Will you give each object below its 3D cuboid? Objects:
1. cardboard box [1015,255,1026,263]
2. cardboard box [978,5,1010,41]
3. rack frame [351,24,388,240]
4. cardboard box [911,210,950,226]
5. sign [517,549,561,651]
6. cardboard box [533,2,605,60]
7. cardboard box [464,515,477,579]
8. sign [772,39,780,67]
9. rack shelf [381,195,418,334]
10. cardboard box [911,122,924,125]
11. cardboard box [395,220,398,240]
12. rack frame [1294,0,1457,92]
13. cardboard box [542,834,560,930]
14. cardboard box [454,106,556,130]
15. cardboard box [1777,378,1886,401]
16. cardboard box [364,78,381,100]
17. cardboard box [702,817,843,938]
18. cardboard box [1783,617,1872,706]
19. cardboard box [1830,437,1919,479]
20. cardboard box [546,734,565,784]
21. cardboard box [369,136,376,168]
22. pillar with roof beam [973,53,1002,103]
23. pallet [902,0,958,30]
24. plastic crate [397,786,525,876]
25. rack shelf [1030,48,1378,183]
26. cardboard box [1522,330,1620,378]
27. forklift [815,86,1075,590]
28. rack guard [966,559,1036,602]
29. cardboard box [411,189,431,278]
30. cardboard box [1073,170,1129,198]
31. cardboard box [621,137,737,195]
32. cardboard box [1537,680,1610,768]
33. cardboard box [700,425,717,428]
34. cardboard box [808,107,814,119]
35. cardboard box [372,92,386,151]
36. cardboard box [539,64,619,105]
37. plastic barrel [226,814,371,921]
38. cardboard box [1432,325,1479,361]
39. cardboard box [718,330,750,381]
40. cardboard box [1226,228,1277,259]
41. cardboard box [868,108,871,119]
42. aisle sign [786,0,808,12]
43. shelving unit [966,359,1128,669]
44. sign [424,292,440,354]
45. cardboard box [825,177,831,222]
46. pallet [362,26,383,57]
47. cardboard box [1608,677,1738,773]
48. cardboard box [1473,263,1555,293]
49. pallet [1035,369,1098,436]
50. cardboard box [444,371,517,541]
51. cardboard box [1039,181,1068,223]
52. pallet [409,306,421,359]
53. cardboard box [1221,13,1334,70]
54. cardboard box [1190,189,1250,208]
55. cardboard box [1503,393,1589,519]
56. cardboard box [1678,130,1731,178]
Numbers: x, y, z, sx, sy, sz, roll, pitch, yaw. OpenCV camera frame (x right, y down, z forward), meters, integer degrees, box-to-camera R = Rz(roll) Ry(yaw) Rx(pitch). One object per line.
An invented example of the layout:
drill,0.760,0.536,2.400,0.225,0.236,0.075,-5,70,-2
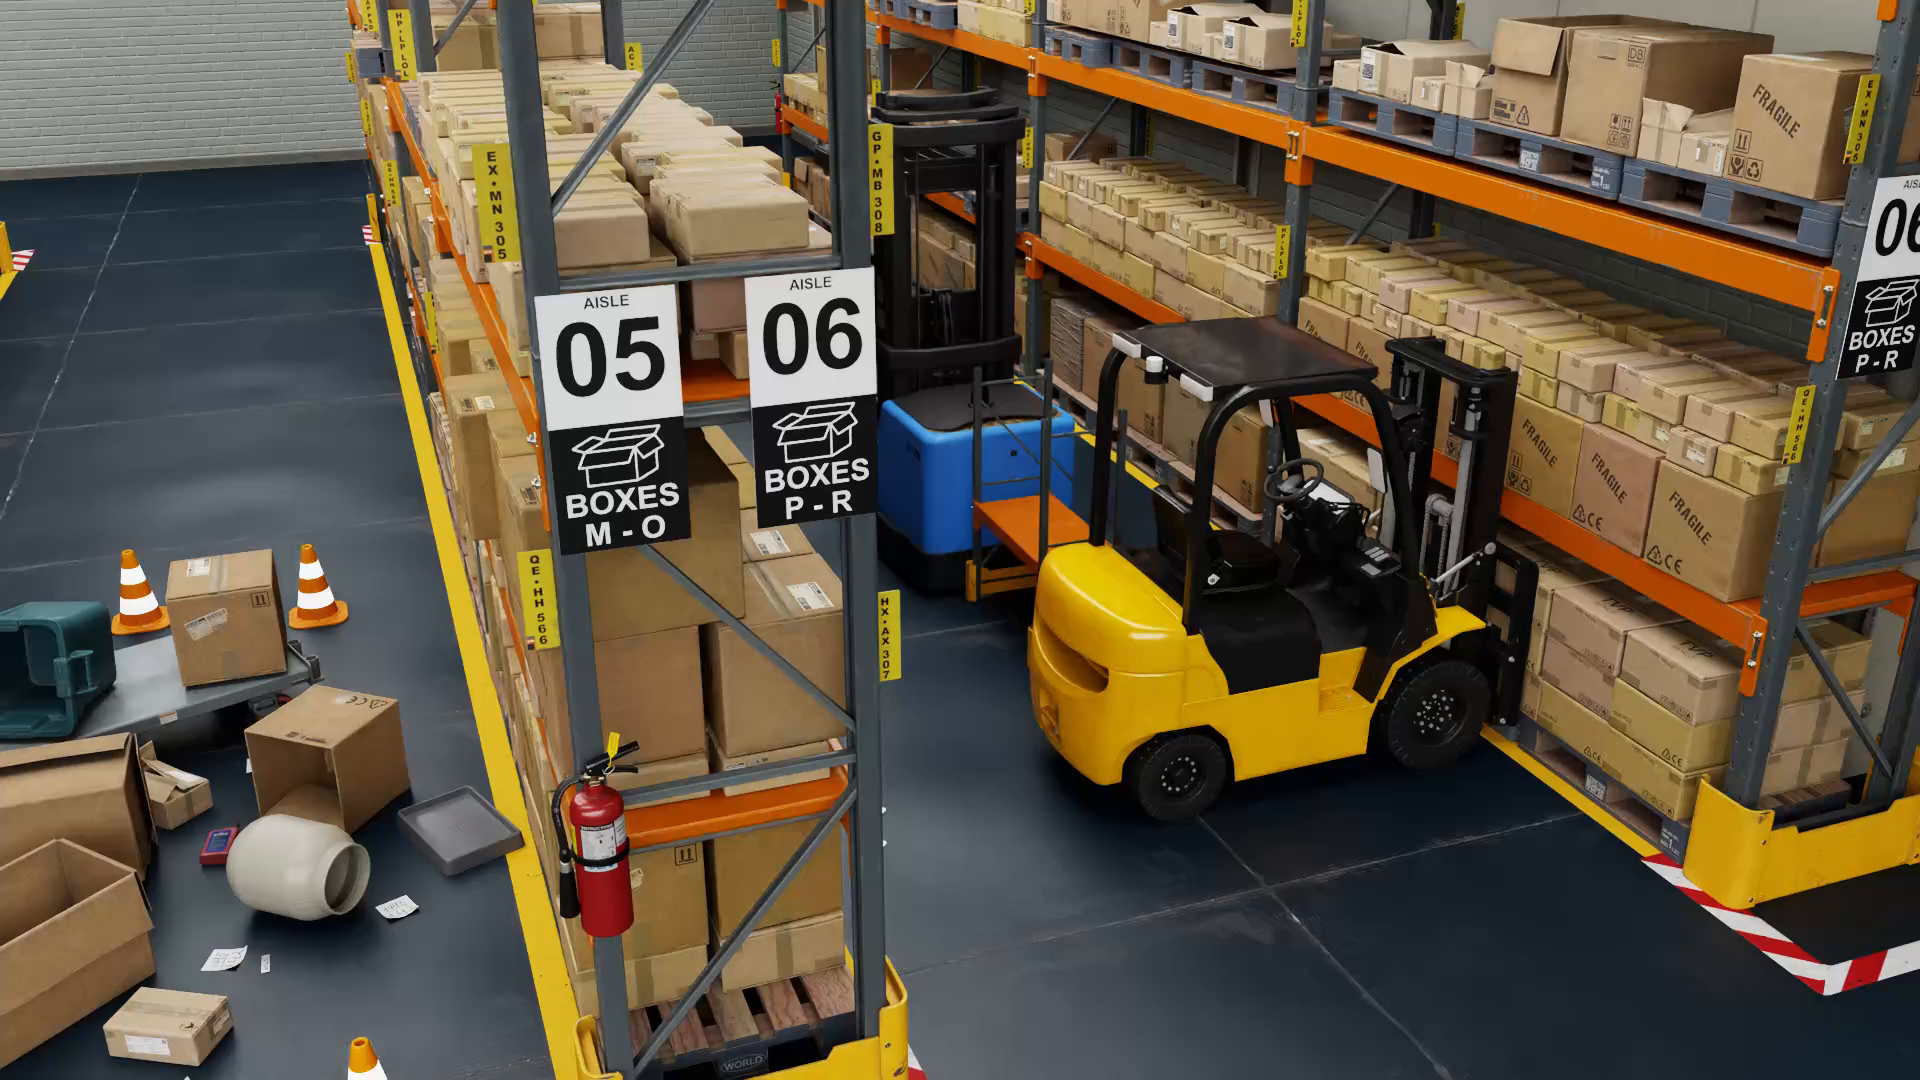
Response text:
cardboard box,0.474,-2.477,15.108,0.380,0.149,0.250,-9,25,-21
cardboard box,0.476,-4.444,14.264,0.500,0.250,0.500,-8,24,-19
rack frame,-6.405,-5.020,19.298,1.000,3.000,0.127,-8,24,-19
cardboard box,-0.302,-3.333,17.137,0.380,0.149,0.250,-9,24,-20
sign,-1.279,0.183,5.055,0.100,0.325,0.005,-8,24,-19
cardboard box,-2.183,-2.844,9.282,0.500,0.250,0.500,-9,24,-20
cardboard box,-2.611,-0.093,10.452,0.950,0.372,0.625,-7,24,-16
sign,-2.271,-6.027,20.572,0.100,0.325,0.005,-8,24,-19
rack shelf,-4.286,-2.508,14.265,1.077,0.370,4.000,-8,24,-19
cardboard box,-0.205,-4.094,16.432,0.700,0.500,0.500,-8,24,-18
cardboard box,-4.359,-2.561,13.657,0.500,0.250,0.500,-9,24,-20
rack frame,2.476,-4.107,9.407,1.000,3.000,0.127,-8,24,-19
cardboard box,-1.466,1.421,7.016,0.500,0.250,0.500,-8,24,-19
cardboard box,-1.849,-1.669,6.782,0.380,0.149,0.250,-9,24,-20
cardboard box,3.935,-0.627,7.529,0.380,0.149,0.250,-7,24,-17
cardboard box,-5.417,-4.207,15.953,0.500,0.500,0.500,-9,24,-19
cardboard box,-0.788,1.182,6.617,0.500,0.500,0.500,-9,25,-21
cardboard box,3.896,0.523,7.858,0.500,0.250,0.500,-9,24,-20
cardboard box,4.012,-0.393,7.355,0.380,0.149,0.250,-9,24,-20
cardboard box,-1.279,0.726,5.989,0.380,0.149,0.250,-9,24,-20
cardboard box,-5.774,-4.113,17.017,0.500,0.500,0.500,-9,24,-20
pillar with roof beam,-3.780,-6.799,15.796,9.100,9.000,0.400,-8,24,-19
pallet,0.184,-4.922,15.445,1.213,0.211,1.003,-8,24,-19
plastic crate,-2.379,1.369,7.900,0.402,0.080,0.583,-18,29,-37
rack shelf,1.770,-3.120,11.854,1.077,0.370,4.000,-8,24,-19
cardboard box,3.021,-0.922,8.229,0.380,0.149,0.250,-8,24,-18
forklift,-0.299,-1.580,11.226,1.130,2.935,3.031,-9,25,-21
rack guard,0.319,0.218,10.410,0.587,0.250,0.087,-8,24,-19
cardboard box,-3.446,-2.106,11.333,0.500,0.500,0.500,-7,24,-16
cardboard box,1.110,-2.798,13.062,0.380,0.149,0.250,-8,24,-18
cardboard box,-1.018,-1.364,6.060,0.380,0.149,0.250,-8,24,-19
cardboard box,3.261,0.875,8.310,0.500,0.250,0.500,-8,24,-19
cardboard box,-1.401,-0.342,7.687,0.500,0.500,0.500,-8,24,-18
cardboard box,-1.613,-5.152,19.936,0.380,0.149,0.250,-8,24,-17
cardboard box,-4.900,-3.693,14.734,0.500,0.500,0.500,-8,24,-19
cardboard box,-1.850,-2.208,8.062,0.380,0.149,0.250,-8,24,-18
plastic barrel,-2.899,1.438,7.293,0.512,0.421,0.421,8,24,18
cardboard box,2.768,-1.066,8.954,0.380,0.149,0.250,-9,25,-21
cardboard box,-0.567,-0.638,5.363,0.380,0.149,0.250,-8,24,-19
cardboard box,2.002,-1.968,11.094,0.380,0.149,0.250,-8,24,-19
cardboard box,-0.758,-4.468,17.800,0.500,0.250,0.500,-8,24,-18
aisle sign,-2.062,-6.885,20.376,0.394,0.787,0.004,-8,24,-19
shelving unit,0.494,-0.176,9.738,0.587,1.500,1.083,-8,24,-19
sign,-2.684,-1.116,8.545,0.100,0.325,0.005,-8,24,-19
cardboard box,-1.277,-3.987,19.525,0.500,0.500,0.500,-8,24,-18
pallet,-4.254,-4.041,13.357,1.003,0.211,1.213,-7,24,-17
cardboard box,3.425,0.820,7.797,0.500,0.250,0.500,-9,24,-20
cardboard box,3.174,-1.476,9.543,0.380,0.149,0.250,-9,24,-20
pallet,1.317,-1.206,13.840,1.003,0.211,1.213,-8,24,-19
cardboard box,-1.586,-0.362,6.448,0.700,0.500,0.500,-9,24,-20
cardboard box,0.968,-2.759,13.482,0.500,0.250,0.500,-8,24,-19
pallet,-4.649,-2.012,15.751,1.003,0.211,1.213,-8,24,-19
cardboard box,1.992,-3.152,10.451,0.500,0.311,0.500,-9,25,-21
cardboard box,1.928,-2.495,12.343,0.380,0.149,0.250,-8,24,-17
cardboard box,3.114,-0.454,8.335,0.500,0.500,0.500,-9,24,-20
cardboard box,3.312,-1.654,7.105,0.380,0.149,0.250,-9,24,-21
